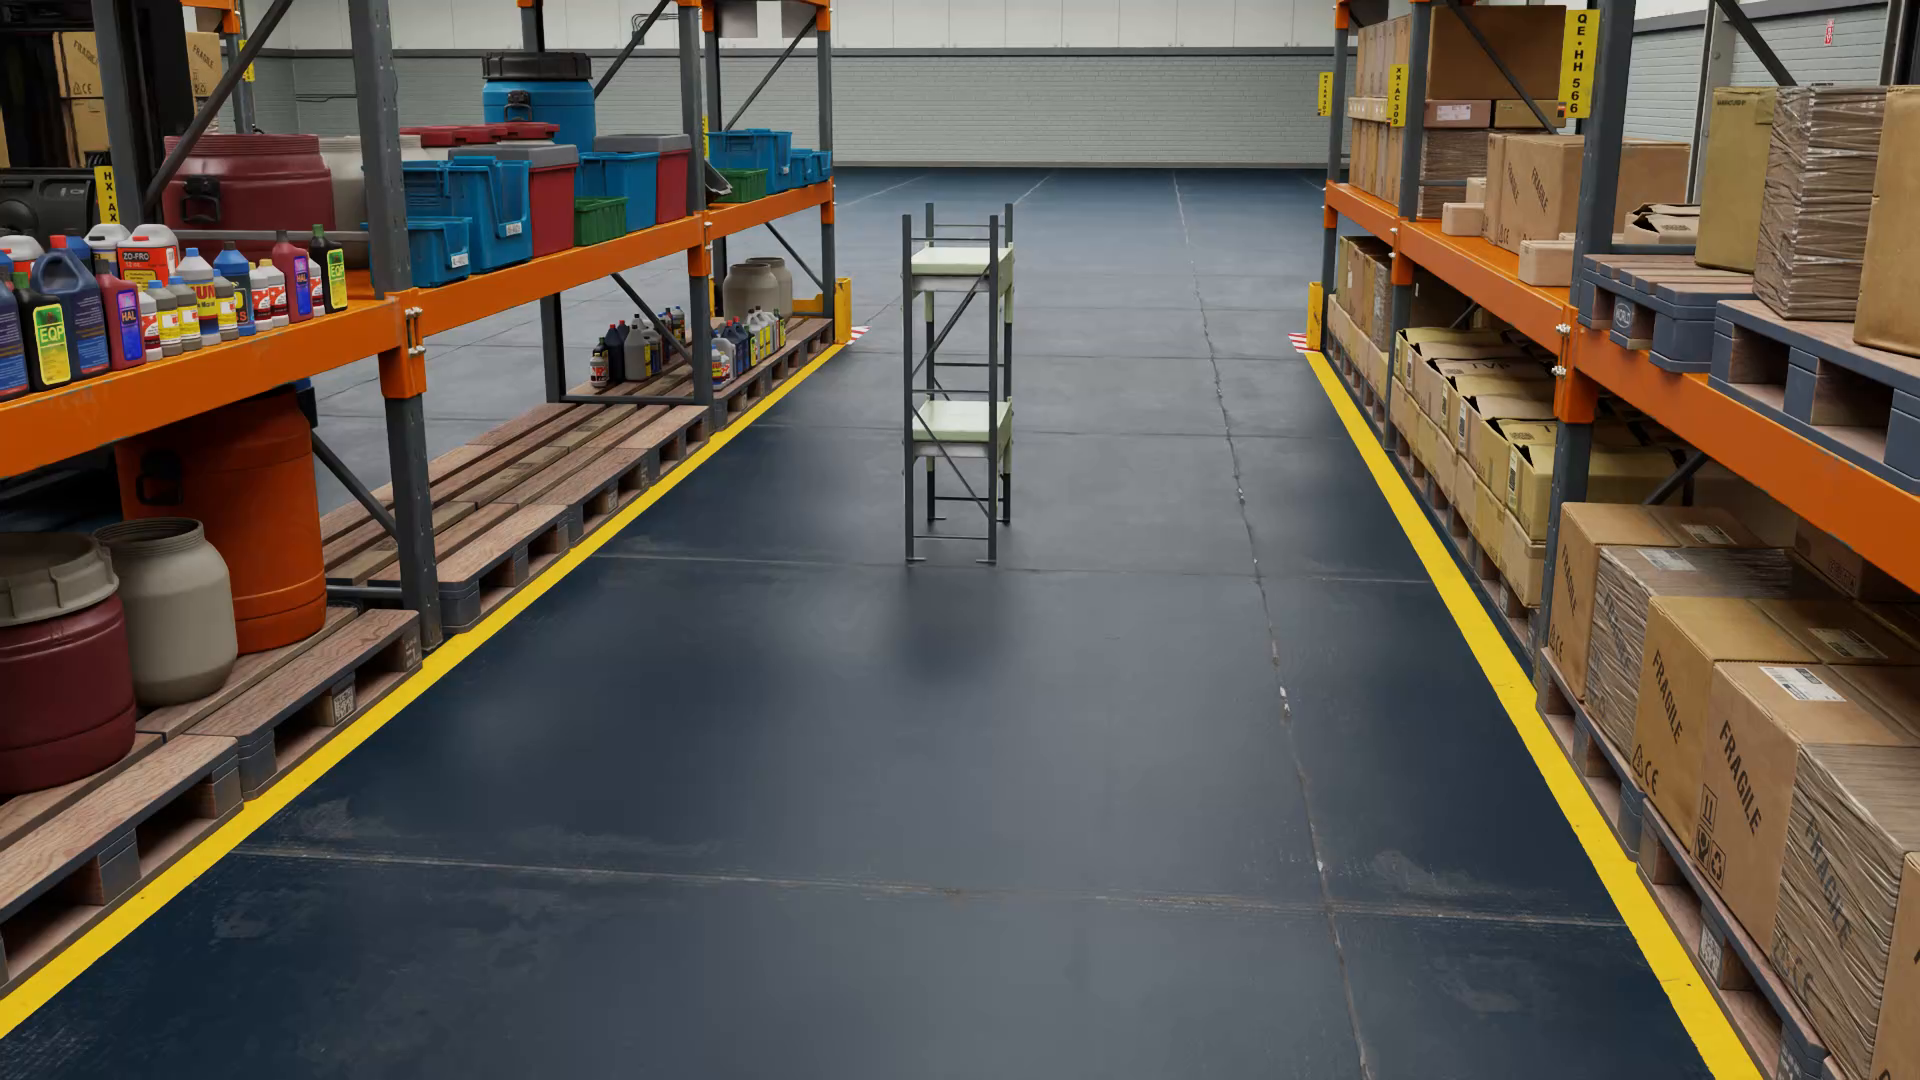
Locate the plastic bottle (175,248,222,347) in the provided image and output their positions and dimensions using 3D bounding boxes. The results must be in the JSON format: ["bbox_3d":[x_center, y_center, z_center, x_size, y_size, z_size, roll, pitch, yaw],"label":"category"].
[{"bbox_3d":[-2.161,-0.689,4.712,0.097,0.271,0.097,0,15,0],"label":"plastic bottle"}]

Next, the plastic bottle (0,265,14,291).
[{"bbox_3d":[-2.353,-0.545,4.156,0.061,0.283,0.133,2,15,6],"label":"plastic bottle"}]

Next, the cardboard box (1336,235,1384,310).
[{"bbox_3d":[3.050,-1.962,12.199,0.500,0.500,0.500,2,15,6],"label":"cardboard box"}]

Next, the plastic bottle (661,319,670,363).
[{"bbox_3d":[-2.014,-1.346,11.254,0.061,0.283,0.133,2,15,6],"label":"plastic bottle"}]

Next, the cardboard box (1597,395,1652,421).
[{"bbox_3d":[2.945,-0.454,6.985,0.500,0.311,0.500,1,15,5],"label":"cardboard box"}]

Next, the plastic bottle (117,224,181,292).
[{"bbox_3d":[-2.657,-0.892,5.453,0.152,0.276,0.135,2,15,6],"label":"plastic bottle"}]

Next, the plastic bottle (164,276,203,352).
[{"bbox_3d":[-2.172,-0.630,4.628,0.097,0.201,0.097,0,15,0],"label":"plastic bottle"}]

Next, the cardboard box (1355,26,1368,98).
[{"bbox_3d":[3.315,-3.527,12.284,0.700,0.500,0.500,2,15,6],"label":"cardboard box"}]

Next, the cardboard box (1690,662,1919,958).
[{"bbox_3d":[1.979,0.593,3.669,0.500,0.500,0.500,1,15,4],"label":"cardboard box"}]

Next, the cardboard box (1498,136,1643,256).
[{"bbox_3d":[2.716,-1.533,7.393,0.500,0.500,0.500,2,15,6],"label":"cardboard box"}]

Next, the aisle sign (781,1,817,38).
[{"bbox_3d":[-1.232,-4.399,13.204,0.394,0.787,0.004,2,15,6],"label":"aisle sign"}]

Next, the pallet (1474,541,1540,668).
[{"bbox_3d":[2.615,0.221,6.439,1.003,0.211,1.213,2,15,6],"label":"pallet"}]

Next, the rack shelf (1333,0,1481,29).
[{"bbox_3d":[3.160,-3.569,10.747,1.077,0.370,4.000,2,15,6],"label":"rack shelf"}]

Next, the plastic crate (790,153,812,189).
[{"bbox_3d":[-1.373,-2.755,12.391,0.499,0.251,0.408,2,15,6],"label":"plastic crate"}]

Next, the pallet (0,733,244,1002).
[{"bbox_3d":[-2.626,0.808,4.269,1.003,0.211,1.213,2,15,6],"label":"pallet"}]

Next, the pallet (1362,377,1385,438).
[{"bbox_3d":[3.066,-0.809,10.249,1.003,0.211,1.213,2,15,6],"label":"pallet"}]

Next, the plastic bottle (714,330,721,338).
[{"bbox_3d":[-1.587,-1.230,10.850,0.097,0.271,0.097,0,15,0],"label":"plastic bottle"}]

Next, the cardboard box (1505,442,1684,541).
[{"bbox_3d":[2.298,-0.202,6.050,0.500,0.311,0.500,2,15,8],"label":"cardboard box"}]

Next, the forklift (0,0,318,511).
[{"bbox_3d":[-4.506,-1.664,8.201,1.130,2.935,3.031,2,15,7],"label":"forklift"}]

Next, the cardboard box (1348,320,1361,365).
[{"bbox_3d":[2.934,-1.341,11.339,0.500,0.250,0.500,2,15,6],"label":"cardboard box"}]

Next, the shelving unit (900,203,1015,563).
[{"bbox_3d":[0.001,-0.726,7.473,0.431,1.500,0.755,2,15,6],"label":"shelving unit"}]

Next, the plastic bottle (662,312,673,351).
[{"bbox_3d":[-2.088,-1.480,11.771,0.097,0.271,0.097,0,15,0],"label":"plastic bottle"}]

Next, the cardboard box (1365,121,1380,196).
[{"bbox_3d":[3.204,-2.650,11.524,0.700,0.500,0.500,2,15,7],"label":"cardboard box"}]

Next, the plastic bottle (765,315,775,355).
[{"bbox_3d":[-1.378,-1.442,11.623,0.152,0.276,0.135,1,15,5],"label":"plastic bottle"}]

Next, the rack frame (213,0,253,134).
[{"bbox_3d":[-6.457,-3.280,14.046,1.000,3.000,0.127,2,15,6],"label":"rack frame"}]

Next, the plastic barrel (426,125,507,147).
[{"bbox_3d":[-2.395,-1.730,8.054,0.433,0.535,0.433,0,15,0],"label":"plastic barrel"}]

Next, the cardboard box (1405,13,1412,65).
[{"bbox_3d":[3.034,-2.871,9.855,0.700,0.500,0.500,2,15,6],"label":"cardboard box"}]

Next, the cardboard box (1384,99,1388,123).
[{"bbox_3d":[2.897,-2.717,10.531,0.380,0.149,0.250,2,15,8],"label":"cardboard box"}]

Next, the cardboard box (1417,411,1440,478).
[{"bbox_3d":[2.528,-0.461,8.083,0.500,0.250,0.500,1,15,5],"label":"cardboard box"}]

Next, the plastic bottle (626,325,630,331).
[{"bbox_3d":[-2.202,-1.267,10.961,0.061,0.283,0.133,3,15,10],"label":"plastic bottle"}]

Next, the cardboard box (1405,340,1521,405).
[{"bbox_3d":[2.579,-0.866,8.509,0.500,0.311,0.500,2,15,6],"label":"cardboard box"}]

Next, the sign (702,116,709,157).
[{"bbox_3d":[-2.081,-3.285,13.534,0.100,0.325,0.005,2,15,6],"label":"sign"}]

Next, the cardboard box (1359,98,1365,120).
[{"bbox_3d":[3.041,-3.055,11.778,0.380,0.149,0.250,1,15,5],"label":"cardboard box"}]

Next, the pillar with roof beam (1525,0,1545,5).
[{"bbox_3d":[7.520,-11.883,34.367,9.100,9.000,0.400,2,15,6],"label":"pillar with roof beam"}]

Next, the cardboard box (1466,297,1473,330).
[{"bbox_3d":[3.347,-1.428,10.224,0.500,0.500,0.500,2,15,6],"label":"cardboard box"}]

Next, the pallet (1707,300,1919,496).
[{"bbox_3d":[2.269,-0.315,3.449,1.003,0.211,1.213,2,15,6],"label":"pallet"}]

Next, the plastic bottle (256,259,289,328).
[{"bbox_3d":[-2.117,-0.757,5.094,0.097,0.201,0.097,0,15,0],"label":"plastic bottle"}]

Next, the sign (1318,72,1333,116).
[{"bbox_3d":[2.835,-3.461,12.906,0.100,0.325,0.005,2,15,6],"label":"sign"}]

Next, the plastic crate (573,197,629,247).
[{"bbox_3d":[-1.903,-1.534,7.996,0.450,0.188,0.662,2,15,6],"label":"plastic crate"}]

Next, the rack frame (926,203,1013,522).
[{"bbox_3d":[0.042,-0.821,7.824,0.400,1.500,0.023,2,15,6],"label":"rack frame"}]

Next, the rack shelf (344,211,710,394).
[{"bbox_3d":[-2.212,-1.231,7.845,1.077,0.370,4.000,2,15,6],"label":"rack shelf"}]

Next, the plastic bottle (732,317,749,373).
[{"bbox_3d":[-1.462,-1.276,10.868,0.144,0.351,0.185,1,15,4],"label":"plastic bottle"}]

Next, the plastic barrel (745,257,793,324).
[{"bbox_3d":[-1.534,-1.963,13.137,0.421,0.512,0.421,0,15,0],"label":"plastic barrel"}]

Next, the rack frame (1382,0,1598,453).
[{"bbox_3d":[2.935,-1.950,9.126,1.000,3.000,0.127,2,15,6],"label":"rack frame"}]

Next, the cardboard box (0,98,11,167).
[{"bbox_3d":[-6.704,-2.678,11.058,0.875,0.500,0.500,2,15,6],"label":"cardboard box"}]

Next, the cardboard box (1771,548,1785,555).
[{"bbox_3d":[2.834,0.085,6.064,0.500,0.250,0.500,2,15,6],"label":"cardboard box"}]

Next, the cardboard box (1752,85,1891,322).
[{"bbox_3d":[2.231,-0.765,3.749,0.700,0.500,0.500,5,16,17],"label":"cardboard box"}]

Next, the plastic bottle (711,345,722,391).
[{"bbox_3d":[-1.515,-1.062,10.226,0.097,0.271,0.097,0,15,0],"label":"plastic bottle"}]
